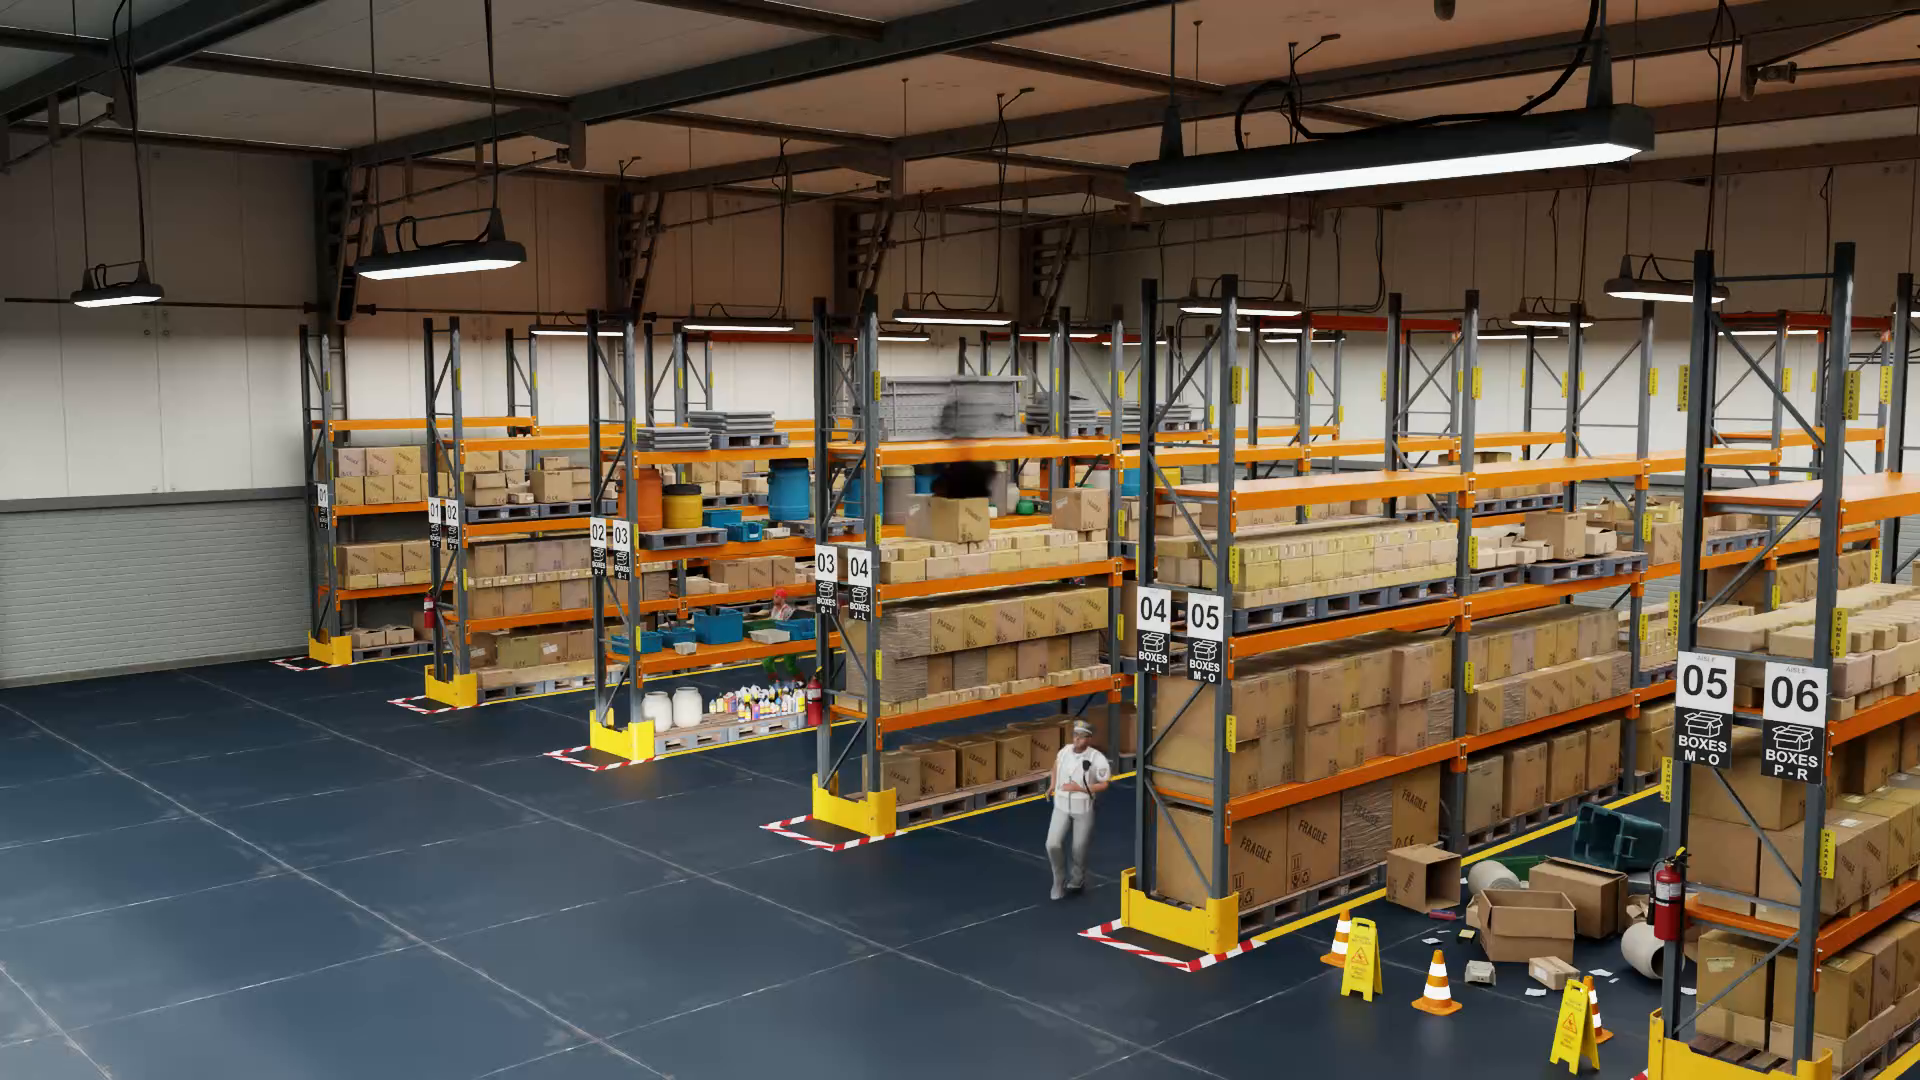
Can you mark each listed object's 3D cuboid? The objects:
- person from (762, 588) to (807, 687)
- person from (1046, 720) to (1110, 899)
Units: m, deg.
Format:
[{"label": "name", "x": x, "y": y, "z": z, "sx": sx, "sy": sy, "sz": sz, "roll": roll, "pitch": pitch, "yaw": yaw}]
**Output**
[{"label": "person", "x": -2.780, "y": 1.645, "z": 26.244, "sx": 0.570, "sy": 1.807, "sz": 0.862, "roll": 5, "pitch": 8, "yaw": 41}, {"label": "person", "x": 1.153, "y": 2.665, "z": 16.367, "sx": 0.665, "sy": 1.834, "sz": 0.646, "roll": 2, "pitch": 6, "yaw": 19}]
